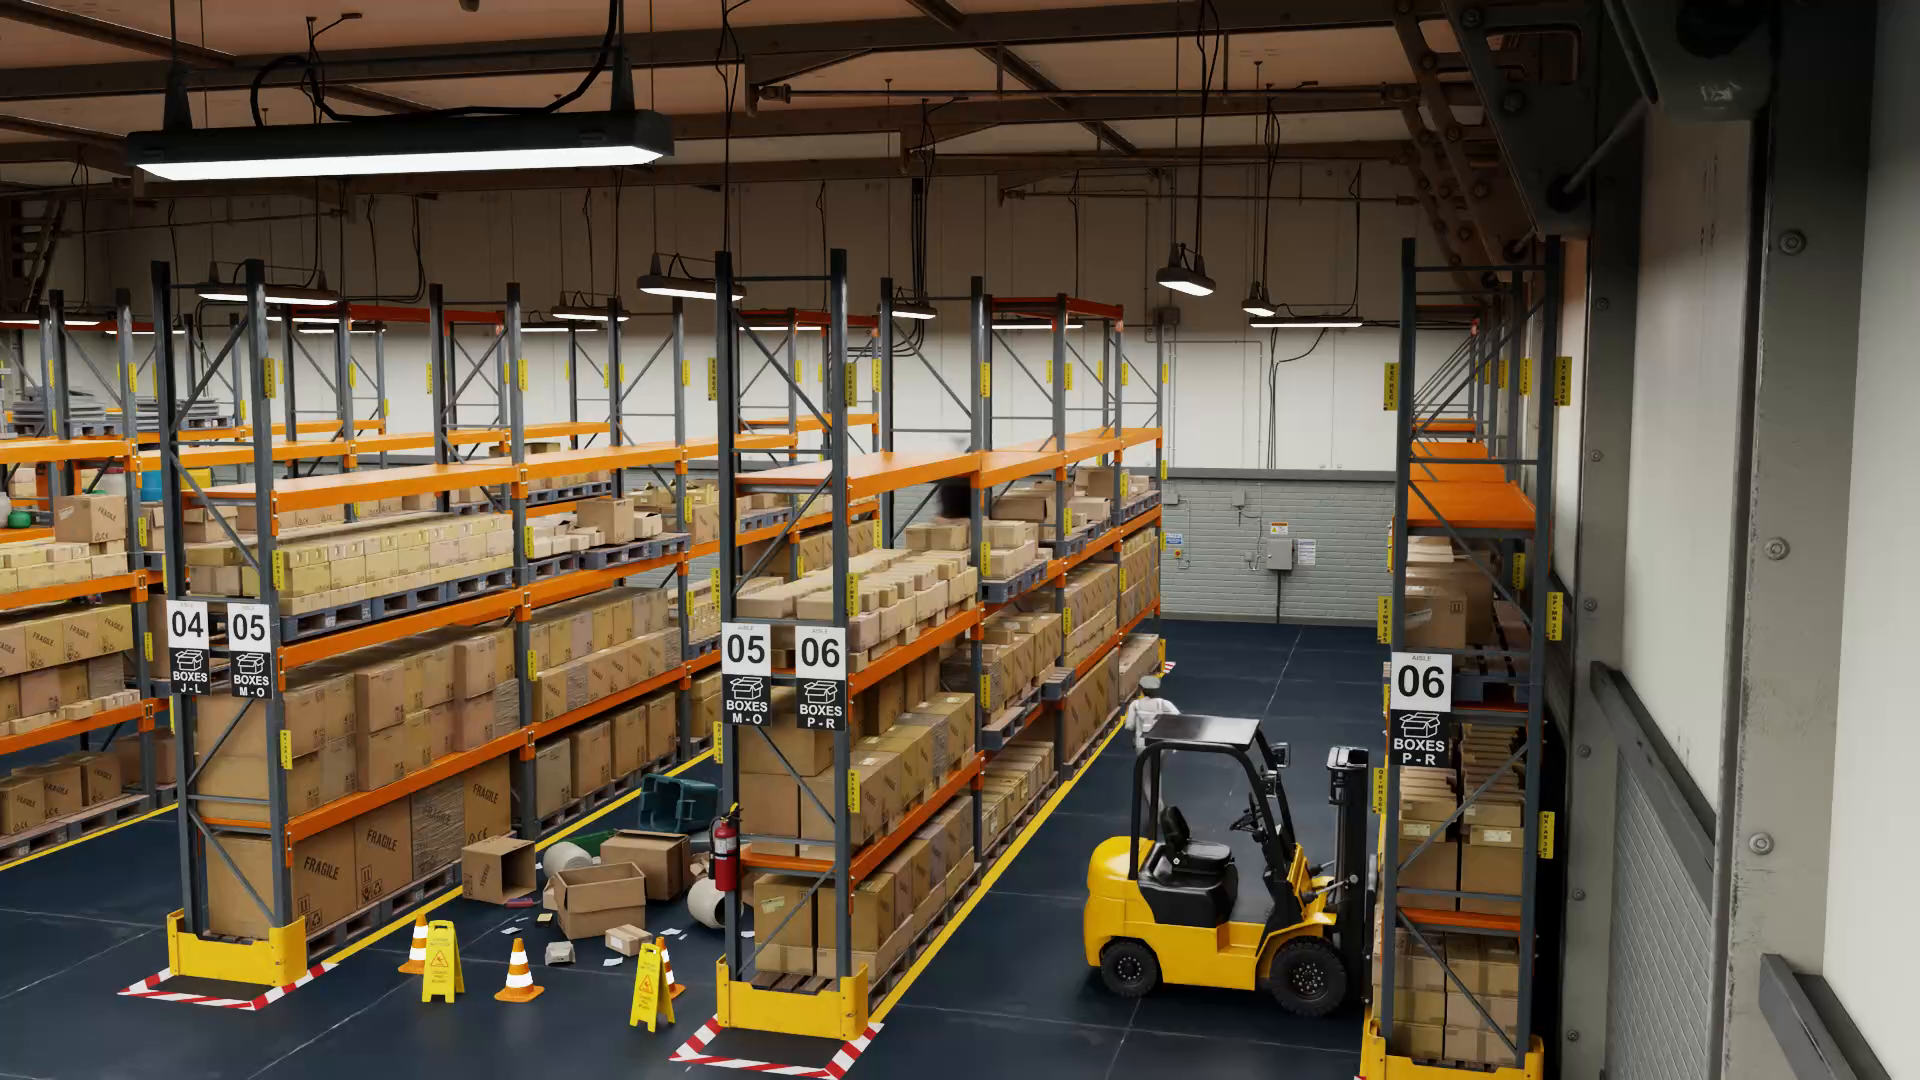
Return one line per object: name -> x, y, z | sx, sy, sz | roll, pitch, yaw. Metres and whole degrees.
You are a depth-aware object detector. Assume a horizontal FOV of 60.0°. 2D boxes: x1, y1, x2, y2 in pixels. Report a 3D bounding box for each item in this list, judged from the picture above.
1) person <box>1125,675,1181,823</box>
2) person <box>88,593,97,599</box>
person -> 2.186, 2.360, 18.903 | 0.621, 1.618, 0.738 | 0, 6, -3
person -> -18.149, 0.601, 35.218 | 0.854, 1.717, 0.540 | 3, 7, 23
